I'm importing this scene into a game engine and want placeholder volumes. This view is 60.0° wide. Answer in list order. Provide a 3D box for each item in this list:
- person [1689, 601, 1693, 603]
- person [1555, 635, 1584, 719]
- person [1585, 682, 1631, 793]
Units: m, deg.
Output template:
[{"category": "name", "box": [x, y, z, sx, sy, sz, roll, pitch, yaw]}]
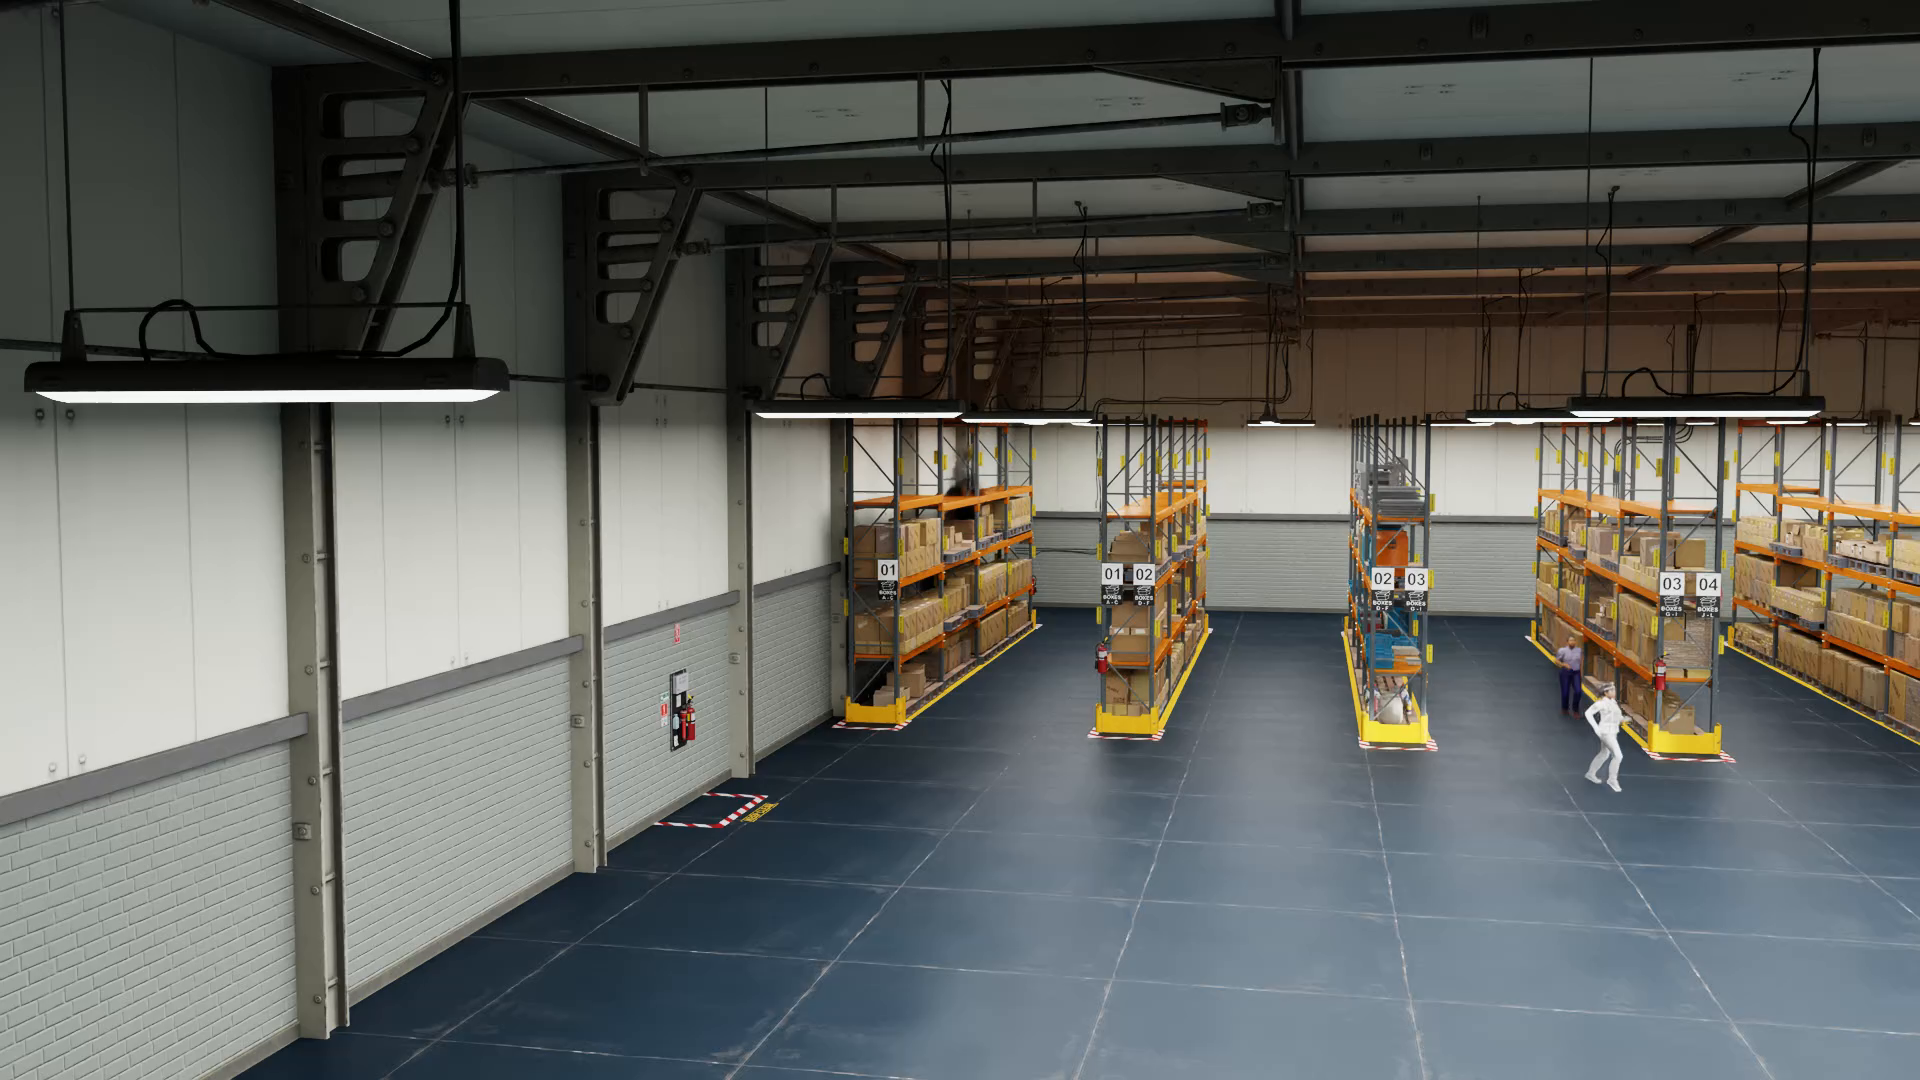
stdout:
[{"category": "person", "box": [19.609, 1.913, 44.948, 0.636, 1.720, 0.667, -1, 4, -16]}, {"category": "person", "box": [12.117, 2.728, 33.010, 0.597, 1.673, 0.695, 1, 4, 9]}, {"category": "person", "box": [10.301, 3.122, 26.452, 0.744, 1.750, 0.582, 4, 5, 44]}]
